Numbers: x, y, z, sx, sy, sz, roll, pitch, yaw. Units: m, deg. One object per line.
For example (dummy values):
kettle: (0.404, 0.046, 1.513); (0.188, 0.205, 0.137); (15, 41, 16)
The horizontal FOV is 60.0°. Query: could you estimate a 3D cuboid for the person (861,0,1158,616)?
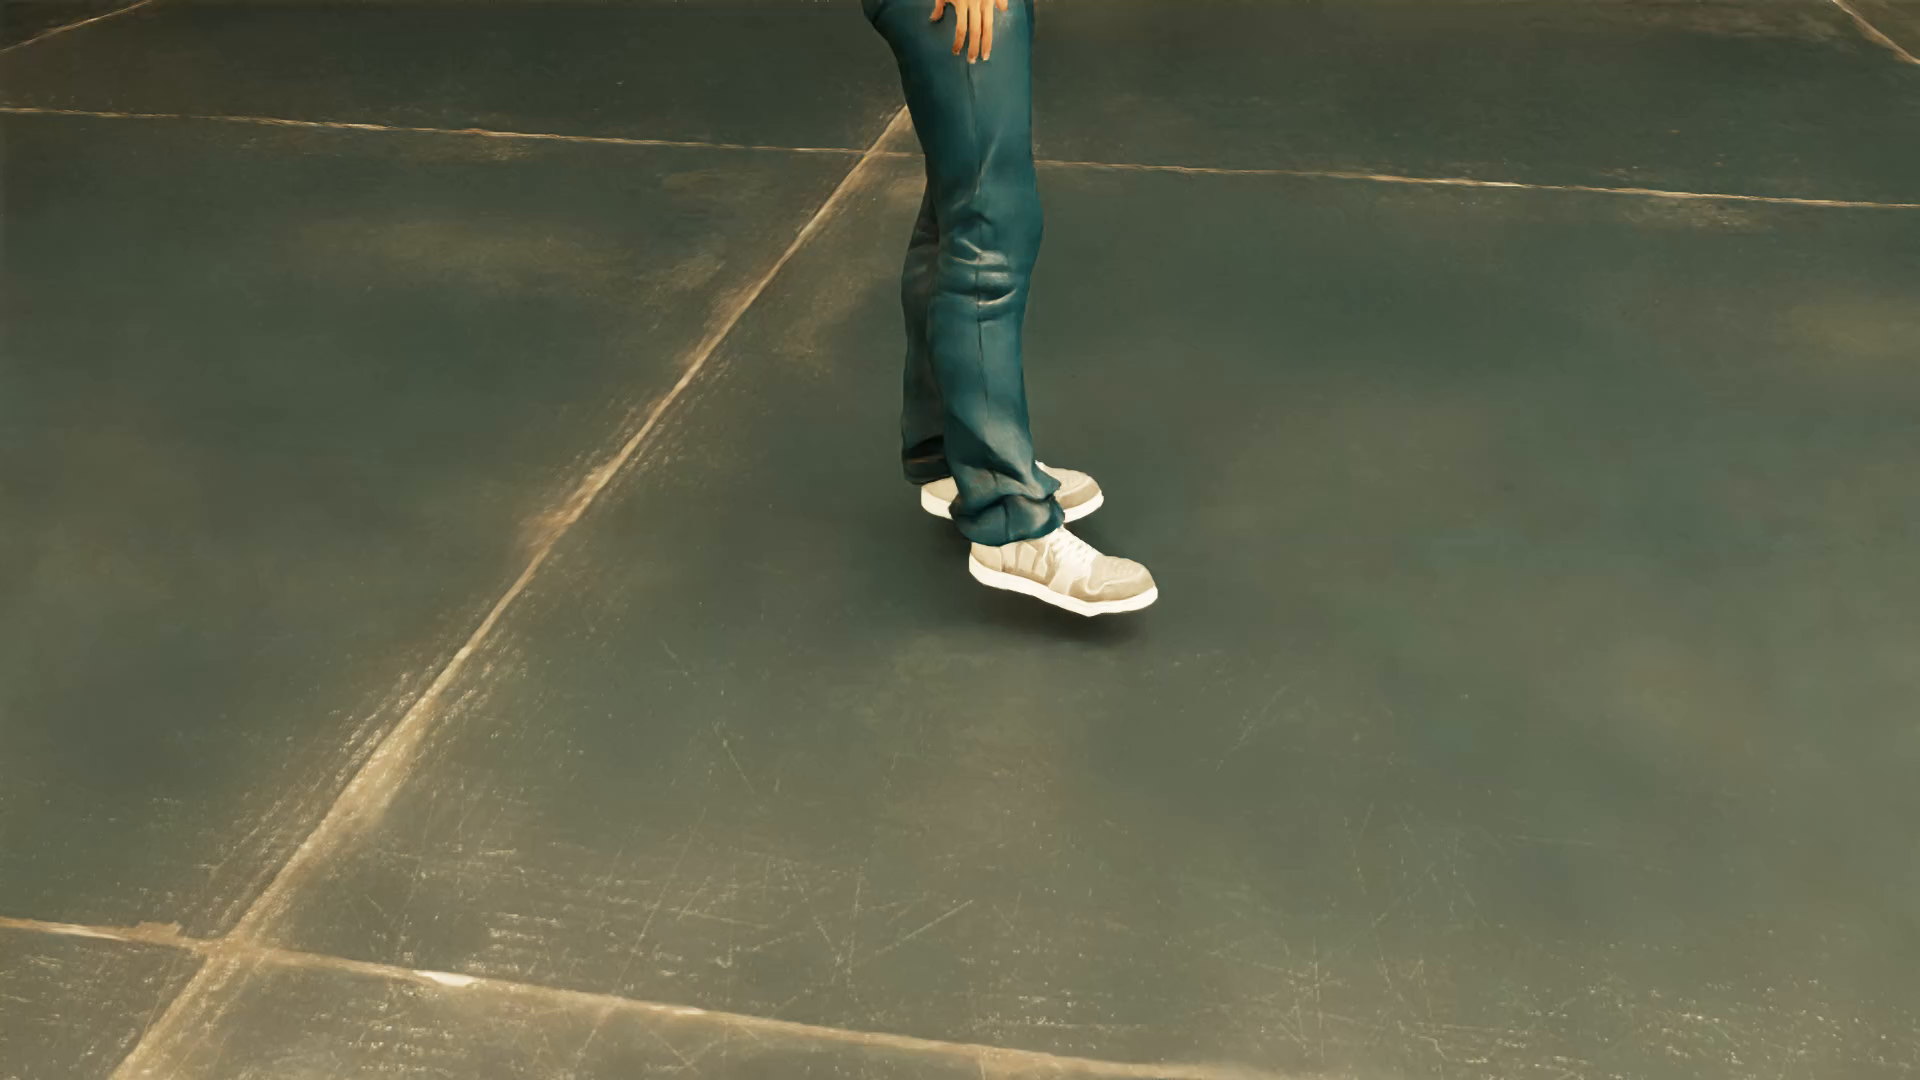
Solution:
person: (0.069, -0.726, 2.067); (0.476, 1.596, 0.520); (5, 29, 9)
